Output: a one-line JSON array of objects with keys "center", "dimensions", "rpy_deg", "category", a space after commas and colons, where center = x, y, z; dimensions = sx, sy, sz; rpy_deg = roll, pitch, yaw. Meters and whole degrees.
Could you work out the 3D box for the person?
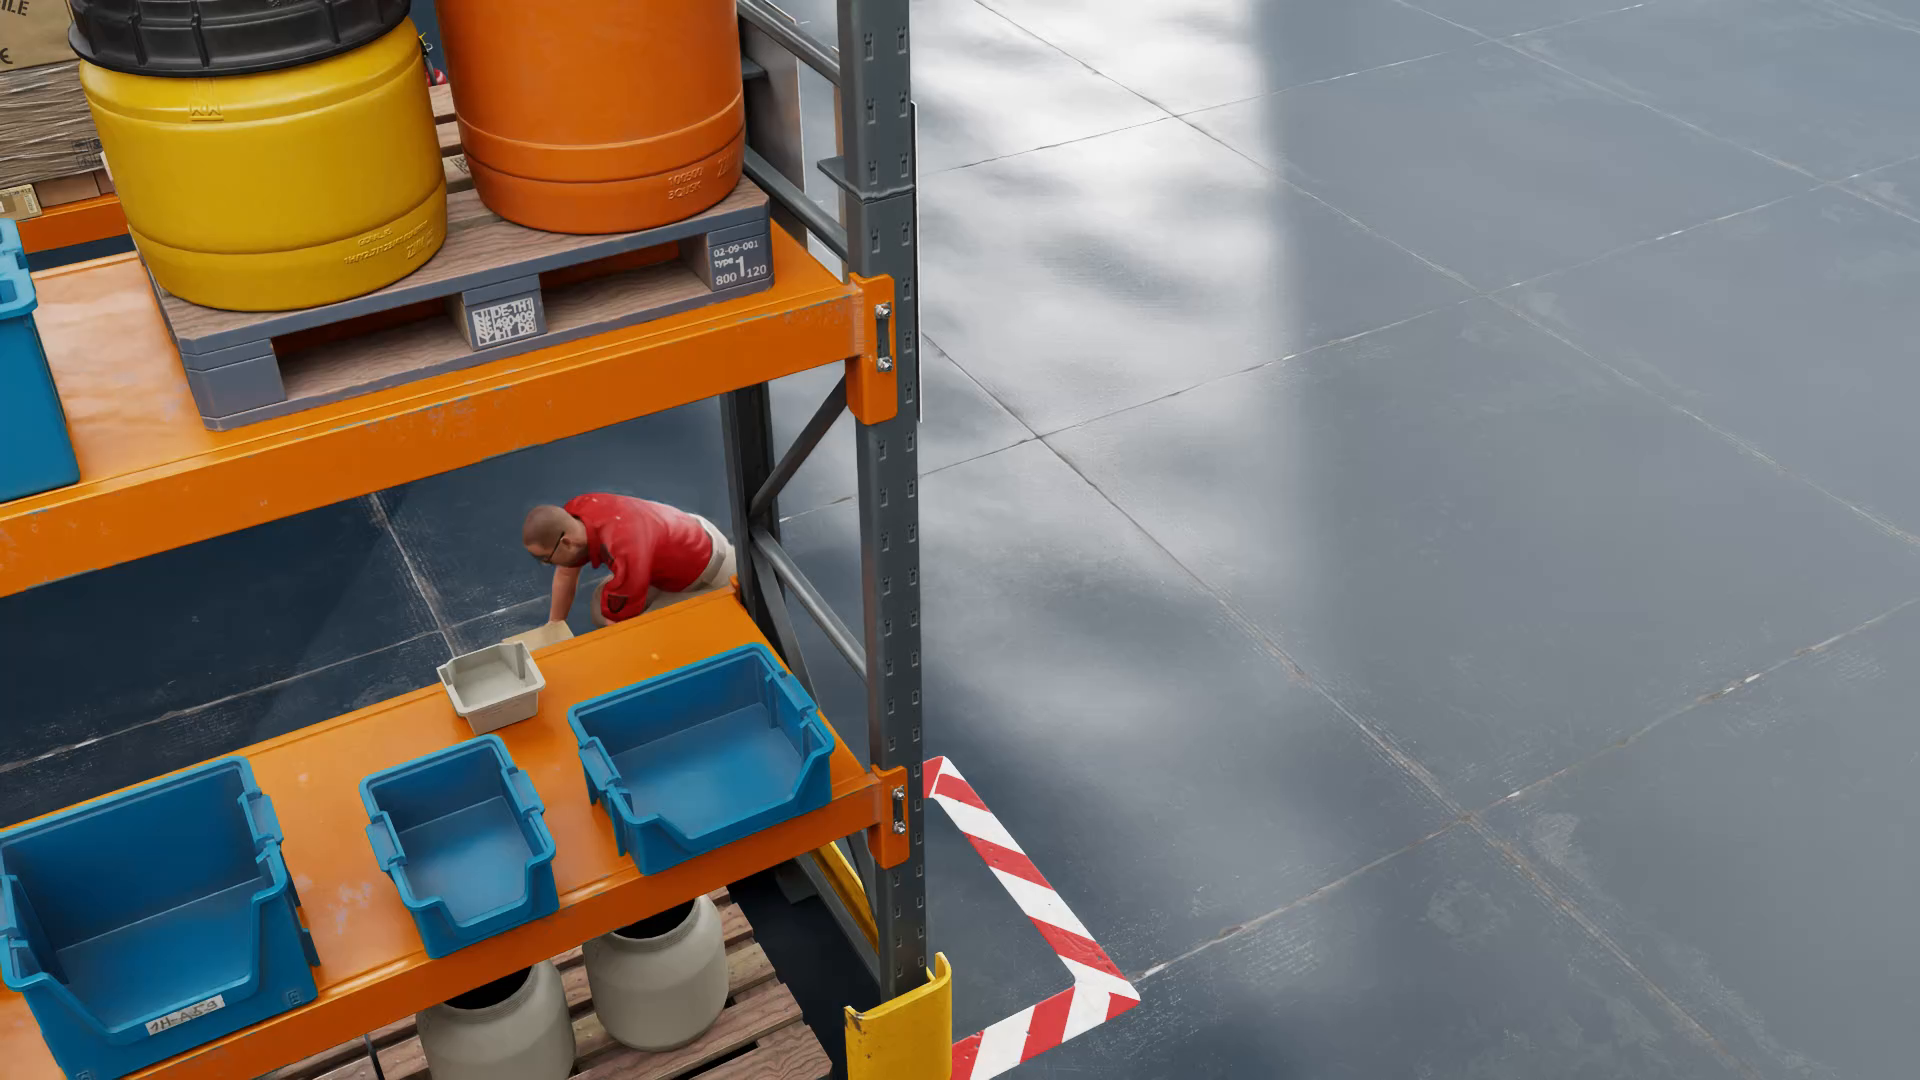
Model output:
[{"center": [-1.224, 0.227, 6.384], "dimensions": [0.834, 1.106, 0.574], "rpy_deg": [-19, 41, -24], "category": "person"}]
